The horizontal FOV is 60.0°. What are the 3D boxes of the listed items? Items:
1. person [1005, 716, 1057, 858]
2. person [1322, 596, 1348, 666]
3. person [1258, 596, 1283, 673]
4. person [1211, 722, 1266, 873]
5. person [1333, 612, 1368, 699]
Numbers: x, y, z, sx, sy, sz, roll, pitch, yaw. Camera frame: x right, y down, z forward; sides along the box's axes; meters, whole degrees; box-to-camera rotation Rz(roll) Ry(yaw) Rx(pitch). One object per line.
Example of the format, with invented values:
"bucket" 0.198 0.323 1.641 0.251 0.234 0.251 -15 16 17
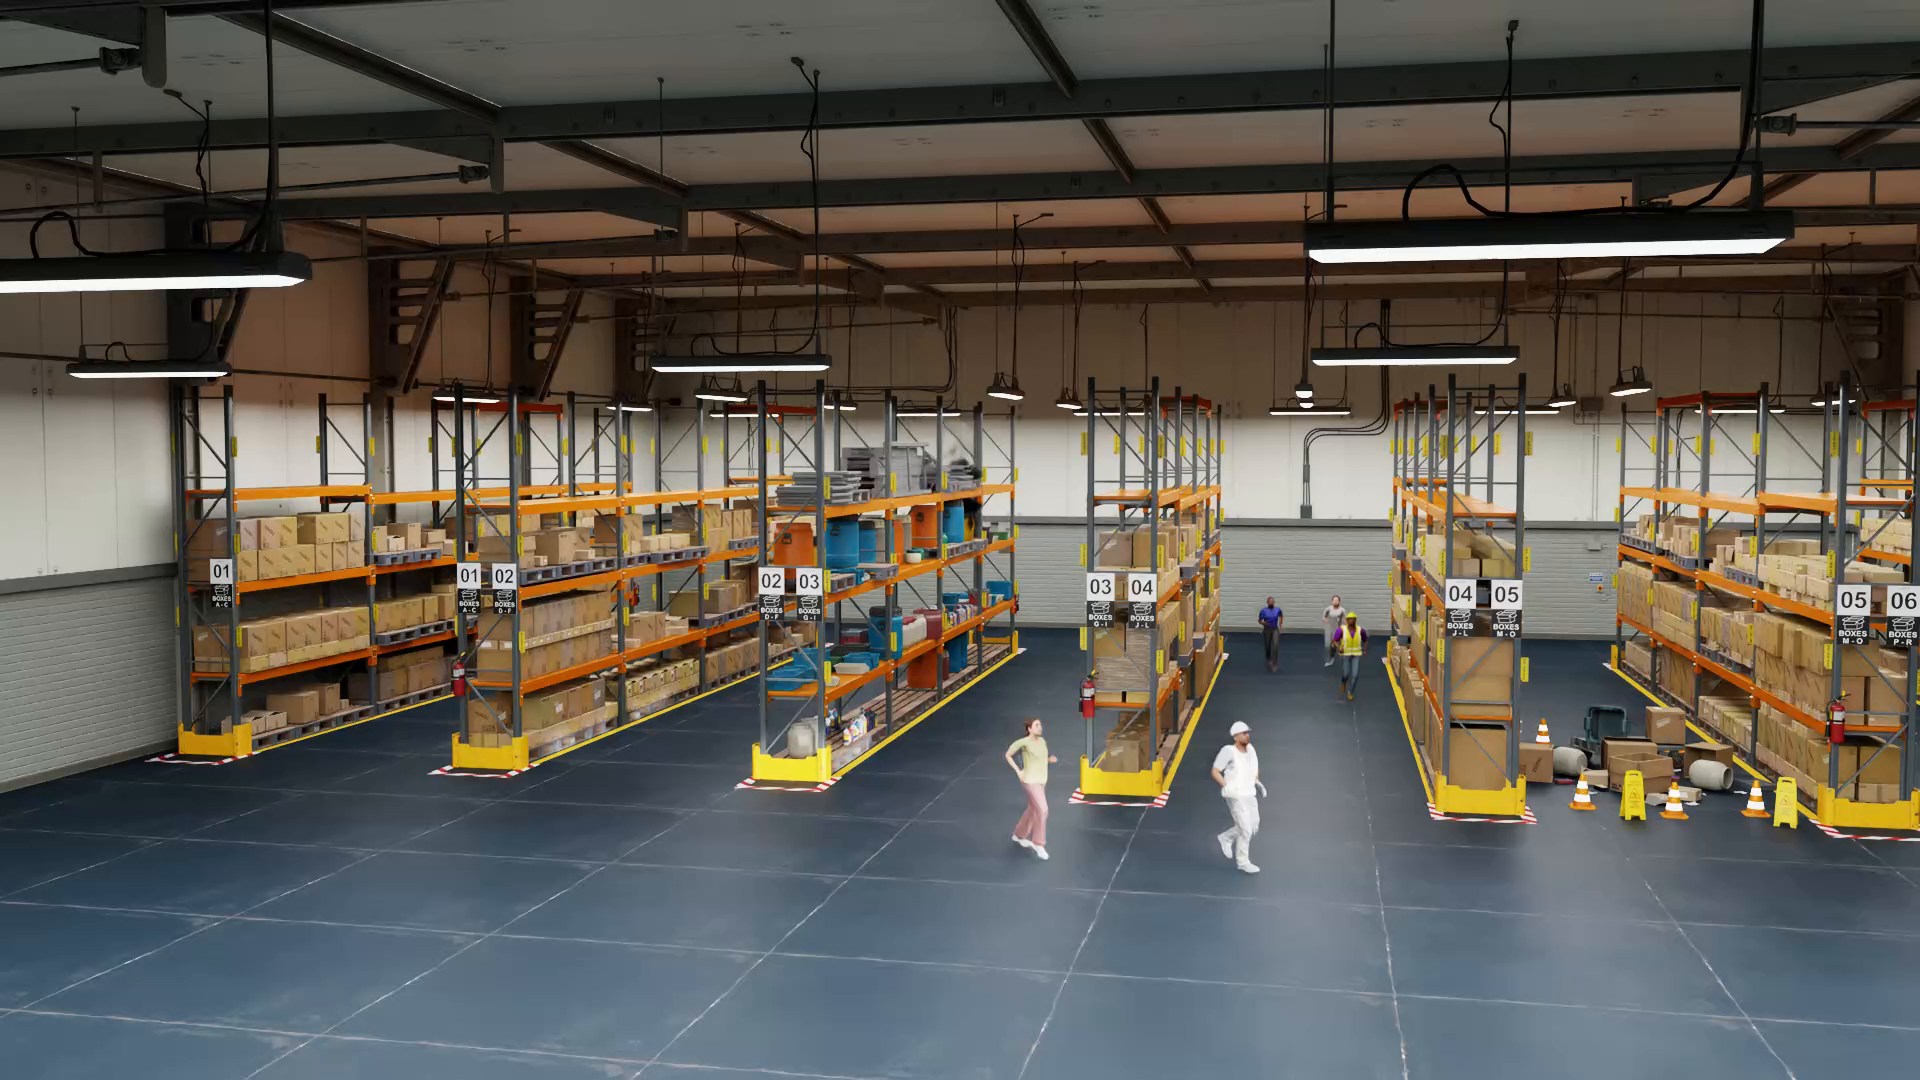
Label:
"person" 0.893 3.023 20.475 0.688 1.722 0.561 3 4 41
"person" 8.507 2.113 37.784 0.580 1.539 0.580 1 3 20
"person" 6.963 2.091 37.286 0.560 1.676 0.922 0 3 8
"person" 3.269 3.019 19.700 0.705 1.749 0.696 -3 4 -40
"person" 7.765 2.290 33.050 0.695 1.720 0.596 0 3 3
